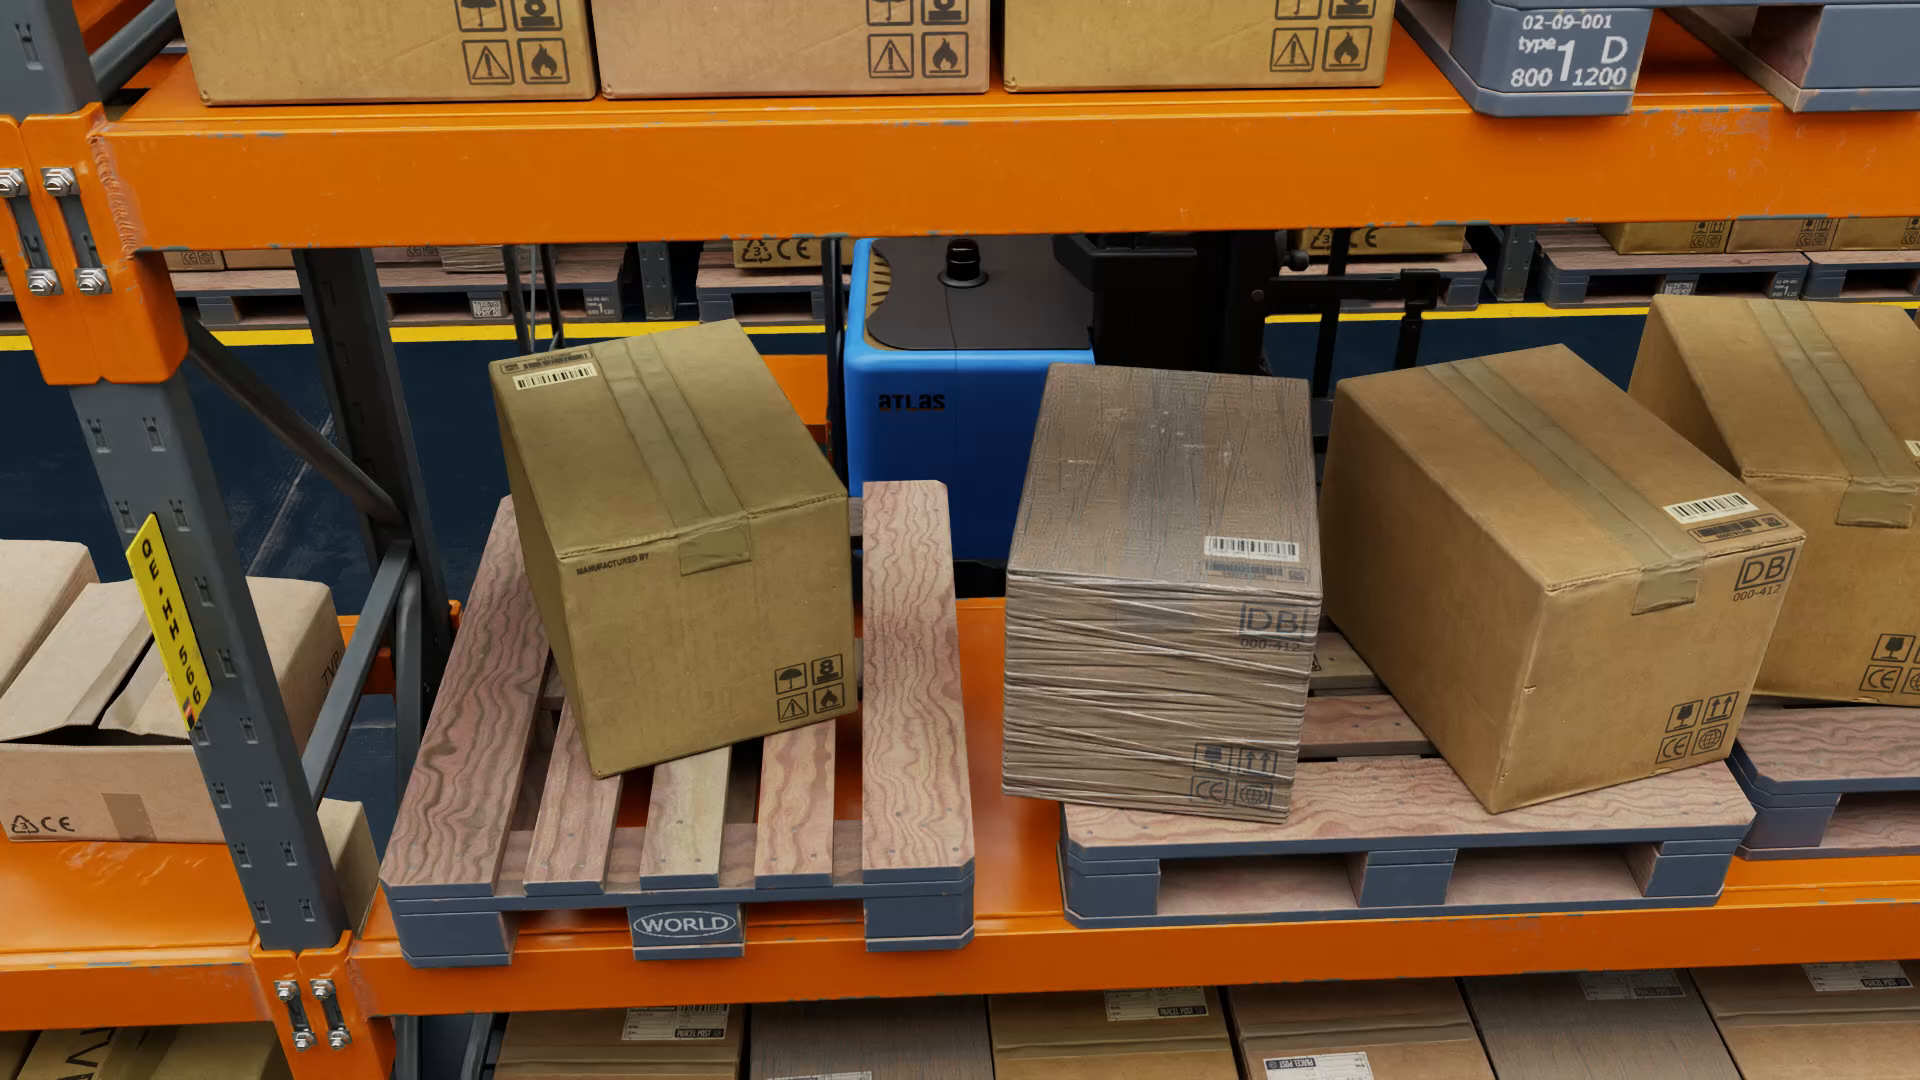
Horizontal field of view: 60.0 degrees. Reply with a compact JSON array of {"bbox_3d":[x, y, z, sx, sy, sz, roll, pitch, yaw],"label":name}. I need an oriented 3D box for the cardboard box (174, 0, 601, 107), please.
[{"bbox_3d":[-0.742,-1.021,2.366,0.500,0.500,0.910,-2,35,-2],"label":"cardboard box"}]

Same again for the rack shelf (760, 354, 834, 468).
[{"bbox_3d":[-0.940,-0.469,5.925,1.000,0.185,0.538,0,35,-1],"label":"rack shelf"}]

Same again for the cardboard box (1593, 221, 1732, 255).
[{"bbox_3d":[3.333,-1.746,7.964,0.500,0.500,0.700,-1,35,-2],"label":"cardboard box"}]

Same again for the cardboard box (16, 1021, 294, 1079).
[{"bbox_3d":[-1.688,1.166,3.484,0.500,0.311,0.500,-1,35,-1],"label":"cardboard box"}]

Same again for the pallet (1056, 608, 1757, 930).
[{"bbox_3d":[0.766,0.308,3.337,1.213,0.211,1.003,-2,35,-2],"label":"pallet"}]

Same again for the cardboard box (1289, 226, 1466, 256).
[{"bbox_3d":[1.938,-1.836,7.788,0.750,0.750,0.750,-1,35,-2],"label":"cardboard box"}]

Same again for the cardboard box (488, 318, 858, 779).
[{"bbox_3d":[-0.553,-0.010,3.172,0.500,0.500,0.700,-13,37,-18],"label":"cardboard box"}]

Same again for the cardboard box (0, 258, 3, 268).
[{"bbox_3d":[-4.676,-1.606,7.745,0.500,0.500,0.700,0,35,-1],"label":"cardboard box"}]

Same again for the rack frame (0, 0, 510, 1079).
[{"bbox_3d":[-1.177,0.284,3.203,0.127,3.000,1.000,-2,35,-2],"label":"rack frame"}]

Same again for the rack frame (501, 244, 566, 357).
[{"bbox_3d":[-1.448,-0.613,5.818,0.032,1.500,0.500,0,35,-1],"label":"rack frame"}]

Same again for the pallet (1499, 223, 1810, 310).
[{"bbox_3d":[3.344,-1.469,8.187,1.213,0.211,1.003,-2,35,-2],"label":"pallet"}]

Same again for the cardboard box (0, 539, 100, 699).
[{"bbox_3d":[-2.079,0.235,3.353,0.500,0.311,0.500,-2,35,-3],"label":"cardboard box"}]

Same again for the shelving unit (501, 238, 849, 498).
[{"bbox_3d":[-0.931,-0.617,5.823,1.083,1.500,0.587,0,35,-1],"label":"shelving unit"}]

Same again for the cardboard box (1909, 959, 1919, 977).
[{"bbox_3d":[2.340,1.200,3.691,0.500,0.500,0.500,-2,35,-2],"label":"cardboard box"}]

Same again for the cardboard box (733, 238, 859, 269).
[{"bbox_3d":[-0.674,-1.765,7.685,0.750,0.750,0.750,-2,35,-3],"label":"cardboard box"}]

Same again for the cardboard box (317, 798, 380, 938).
[{"bbox_3d":[-1.714,0.859,3.927,0.500,0.311,0.500,0,35,-1],"label":"cardboard box"}]

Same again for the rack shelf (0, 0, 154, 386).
[{"bbox_3d":[-3.174,-0.599,2.477,4.000,0.370,1.077,-2,35,-2],"label":"rack shelf"}]

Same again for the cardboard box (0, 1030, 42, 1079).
[{"bbox_3d":[-2.207,1.184,3.458,0.500,0.311,0.500,-2,35,-3],"label":"cardboard box"}]

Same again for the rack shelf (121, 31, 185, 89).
[{"bbox_3d":[-3.413,-2.182,7.399,4.000,0.370,1.077,-2,35,-2],"label":"rack shelf"}]

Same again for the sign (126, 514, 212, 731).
[{"bbox_3d":[-1.147,0.124,2.418,0.005,0.325,0.100,-2,35,-2],"label":"sign"}]

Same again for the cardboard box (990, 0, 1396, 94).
[{"bbox_3d":[0.287,-1.049,2.406,0.500,0.500,0.910,-2,35,-2],"label":"cardboard box"}]

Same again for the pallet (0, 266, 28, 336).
[{"bbox_3d":[-4.633,-1.299,7.941,1.213,0.211,1.003,-2,35,-2],"label":"pallet"}]

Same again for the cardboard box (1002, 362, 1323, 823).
[{"bbox_3d":[0.370,0.073,3.051,0.500,0.500,0.700,5,35,7],"label":"cardboard box"}]

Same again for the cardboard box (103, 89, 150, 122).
[{"bbox_3d":[-3.717,-1.944,7.575,0.500,0.250,0.500,-2,35,-4],"label":"cardboard box"}]

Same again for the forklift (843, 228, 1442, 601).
[{"bbox_3d":[1.127,-1.183,5.384,3.031,2.935,1.130,0,35,-1],"label":"forklift"}]

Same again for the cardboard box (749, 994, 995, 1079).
[{"bbox_3d":[-0.186,1.264,3.597,0.500,0.500,0.500,-3,35,-4],"label":"cardboard box"}]

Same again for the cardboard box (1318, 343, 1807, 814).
[{"bbox_3d":[1.057,0.045,3.092,0.500,0.500,0.700,-10,36,-14],"label":"cardboard box"}]

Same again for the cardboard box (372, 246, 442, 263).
[{"bbox_3d":[-2.652,-1.688,7.863,0.500,0.500,0.700,-2,35,-2],"label":"cardboard box"}]

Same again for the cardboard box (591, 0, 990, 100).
[{"bbox_3d":[-0.233,-1.035,2.386,0.500,0.500,0.910,-2,35,-2],"label":"cardboard box"}]

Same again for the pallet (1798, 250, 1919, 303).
[{"bbox_3d":[4.566,-1.503,8.236,1.213,0.211,1.003,-2,35,-2],"label":"pallet"}]

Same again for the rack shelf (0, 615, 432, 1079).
[{"bbox_3d":[-3.174,0.634,3.330,4.000,0.370,1.077,-2,35,-2],"label":"rack shelf"}]

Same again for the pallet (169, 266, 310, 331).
[{"bbox_3d":[-3.411,-1.333,7.991,1.213,0.211,1.003,-2,35,-2],"label":"pallet"}]

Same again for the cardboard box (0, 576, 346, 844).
[{"bbox_3d":[-1.542,0.306,3.250,0.500,0.311,0.500,1,35,1],"label":"cardboard box"}]

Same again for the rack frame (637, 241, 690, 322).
[{"bbox_3d":[-1.415,-2.531,7.272,0.127,3.000,1.000,-2,35,-2],"label":"rack frame"}]

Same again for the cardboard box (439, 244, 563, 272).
[{"bbox_3d":[-2.131,-1.635,7.787,0.500,0.500,0.700,-1,35,-2],"label":"cardboard box"}]

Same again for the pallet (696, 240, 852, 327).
[{"bbox_3d":[-0.624,-1.363,8.034,1.213,0.211,1.003,-2,35,-2],"label":"pallet"}]

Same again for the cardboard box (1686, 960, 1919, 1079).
[{"bbox_3d":[1.845,1.208,3.678,0.500,0.500,0.500,-1,35,-2],"label":"cardboard box"}]

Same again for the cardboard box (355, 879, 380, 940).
[{"bbox_3d":[-1.714,1.089,4.087,0.500,0.250,0.500,-2,35,-2],"label":"cardboard box"}]

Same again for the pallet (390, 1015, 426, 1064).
[{"bbox_3d":[-2.001,1.431,3.997,1.213,0.211,1.003,-2,35,-2],"label":"pallet"}]

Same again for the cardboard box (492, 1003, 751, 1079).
[{"bbox_3d":[-0.708,1.281,3.572,0.500,0.500,0.500,0,35,0],"label":"cardboard box"}]

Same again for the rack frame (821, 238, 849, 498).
[{"bbox_3d":[-0.431,-0.620,5.828,0.032,1.500,0.500,0,35,-1],"label":"rack frame"}]

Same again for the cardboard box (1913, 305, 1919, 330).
[{"bbox_3d":[2.335,-0.152,3.376,0.500,0.500,0.700,-13,37,-18],"label":"cardboard box"}]

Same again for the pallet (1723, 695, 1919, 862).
[{"bbox_3d":[2.016,0.215,3.472,1.213,0.211,1.003,-2,35,-2],"label":"pallet"}]

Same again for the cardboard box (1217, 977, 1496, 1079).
[{"bbox_3d":[0.837,1.237,3.637,0.500,0.500,0.500,-3,35,-4],"label":"cardboard box"}]

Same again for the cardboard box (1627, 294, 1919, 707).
[{"bbox_3d":[1.651,-0.097,3.297,0.500,0.500,0.700,4,35,5],"label":"cardboard box"}]

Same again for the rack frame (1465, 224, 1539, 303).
[{"bbox_3d":[2.581,-2.639,7.428,0.127,3.000,1.000,-2,35,-2],"label":"rack frame"}]

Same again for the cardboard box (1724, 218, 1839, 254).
[{"bbox_3d":[3.835,-1.758,7.981,0.500,0.500,0.700,-2,35,-3],"label":"cardboard box"}]

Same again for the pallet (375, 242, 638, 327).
[{"bbox_3d":[-2.195,-1.365,8.036,1.213,0.211,1.003,-2,35,-2],"label":"pallet"}]

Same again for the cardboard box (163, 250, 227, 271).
[{"bbox_3d":[-3.651,-1.639,7.793,0.500,0.500,0.700,-1,35,-2],"label":"cardboard box"}]

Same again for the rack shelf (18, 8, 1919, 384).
[{"bbox_3d":[0.821,-0.707,2.632,4.000,0.370,1.077,-2,35,-2],"label":"rack shelf"}]

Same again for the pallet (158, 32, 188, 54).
[{"bbox_3d":[-3.390,-2.376,7.216,1.213,0.211,1.003,-2,35,-2],"label":"pallet"}]

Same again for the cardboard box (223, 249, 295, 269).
[{"bbox_3d":[-3.147,-1.658,7.820,0.500,0.500,0.700,-2,35,-2],"label":"cardboard box"}]

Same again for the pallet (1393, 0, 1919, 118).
[{"bbox_3d":[1.128,-0.972,2.548,1.003,0.211,1.213,-2,35,-2],"label":"pallet"}]

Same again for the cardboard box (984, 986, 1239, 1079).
[{"bbox_3d":[0.316,1.254,3.613,0.500,0.500,0.500,-2,35,-3],"label":"cardboard box"}]

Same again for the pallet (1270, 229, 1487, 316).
[{"bbox_3d":[1.814,-1.429,8.129,1.213,0.211,1.003,-2,35,-2],"label":"pallet"}]

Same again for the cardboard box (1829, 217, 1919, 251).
[{"bbox_3d":[4.347,-1.770,7.999,0.500,0.500,0.700,-1,35,-1],"label":"cardboard box"}]

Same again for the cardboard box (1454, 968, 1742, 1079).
[{"bbox_3d":[1.345,1.222,3.659,0.500,0.500,0.500,-1,35,-2],"label":"cardboard box"}]

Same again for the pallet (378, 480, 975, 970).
[{"bbox_3d":[-0.503,0.305,3.342,1.003,0.211,1.213,-2,35,-2],"label":"pallet"}]

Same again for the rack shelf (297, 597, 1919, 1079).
[{"bbox_3d":[0.821,0.526,3.486,4.000,0.370,1.077,-2,35,-2],"label":"rack shelf"}]
